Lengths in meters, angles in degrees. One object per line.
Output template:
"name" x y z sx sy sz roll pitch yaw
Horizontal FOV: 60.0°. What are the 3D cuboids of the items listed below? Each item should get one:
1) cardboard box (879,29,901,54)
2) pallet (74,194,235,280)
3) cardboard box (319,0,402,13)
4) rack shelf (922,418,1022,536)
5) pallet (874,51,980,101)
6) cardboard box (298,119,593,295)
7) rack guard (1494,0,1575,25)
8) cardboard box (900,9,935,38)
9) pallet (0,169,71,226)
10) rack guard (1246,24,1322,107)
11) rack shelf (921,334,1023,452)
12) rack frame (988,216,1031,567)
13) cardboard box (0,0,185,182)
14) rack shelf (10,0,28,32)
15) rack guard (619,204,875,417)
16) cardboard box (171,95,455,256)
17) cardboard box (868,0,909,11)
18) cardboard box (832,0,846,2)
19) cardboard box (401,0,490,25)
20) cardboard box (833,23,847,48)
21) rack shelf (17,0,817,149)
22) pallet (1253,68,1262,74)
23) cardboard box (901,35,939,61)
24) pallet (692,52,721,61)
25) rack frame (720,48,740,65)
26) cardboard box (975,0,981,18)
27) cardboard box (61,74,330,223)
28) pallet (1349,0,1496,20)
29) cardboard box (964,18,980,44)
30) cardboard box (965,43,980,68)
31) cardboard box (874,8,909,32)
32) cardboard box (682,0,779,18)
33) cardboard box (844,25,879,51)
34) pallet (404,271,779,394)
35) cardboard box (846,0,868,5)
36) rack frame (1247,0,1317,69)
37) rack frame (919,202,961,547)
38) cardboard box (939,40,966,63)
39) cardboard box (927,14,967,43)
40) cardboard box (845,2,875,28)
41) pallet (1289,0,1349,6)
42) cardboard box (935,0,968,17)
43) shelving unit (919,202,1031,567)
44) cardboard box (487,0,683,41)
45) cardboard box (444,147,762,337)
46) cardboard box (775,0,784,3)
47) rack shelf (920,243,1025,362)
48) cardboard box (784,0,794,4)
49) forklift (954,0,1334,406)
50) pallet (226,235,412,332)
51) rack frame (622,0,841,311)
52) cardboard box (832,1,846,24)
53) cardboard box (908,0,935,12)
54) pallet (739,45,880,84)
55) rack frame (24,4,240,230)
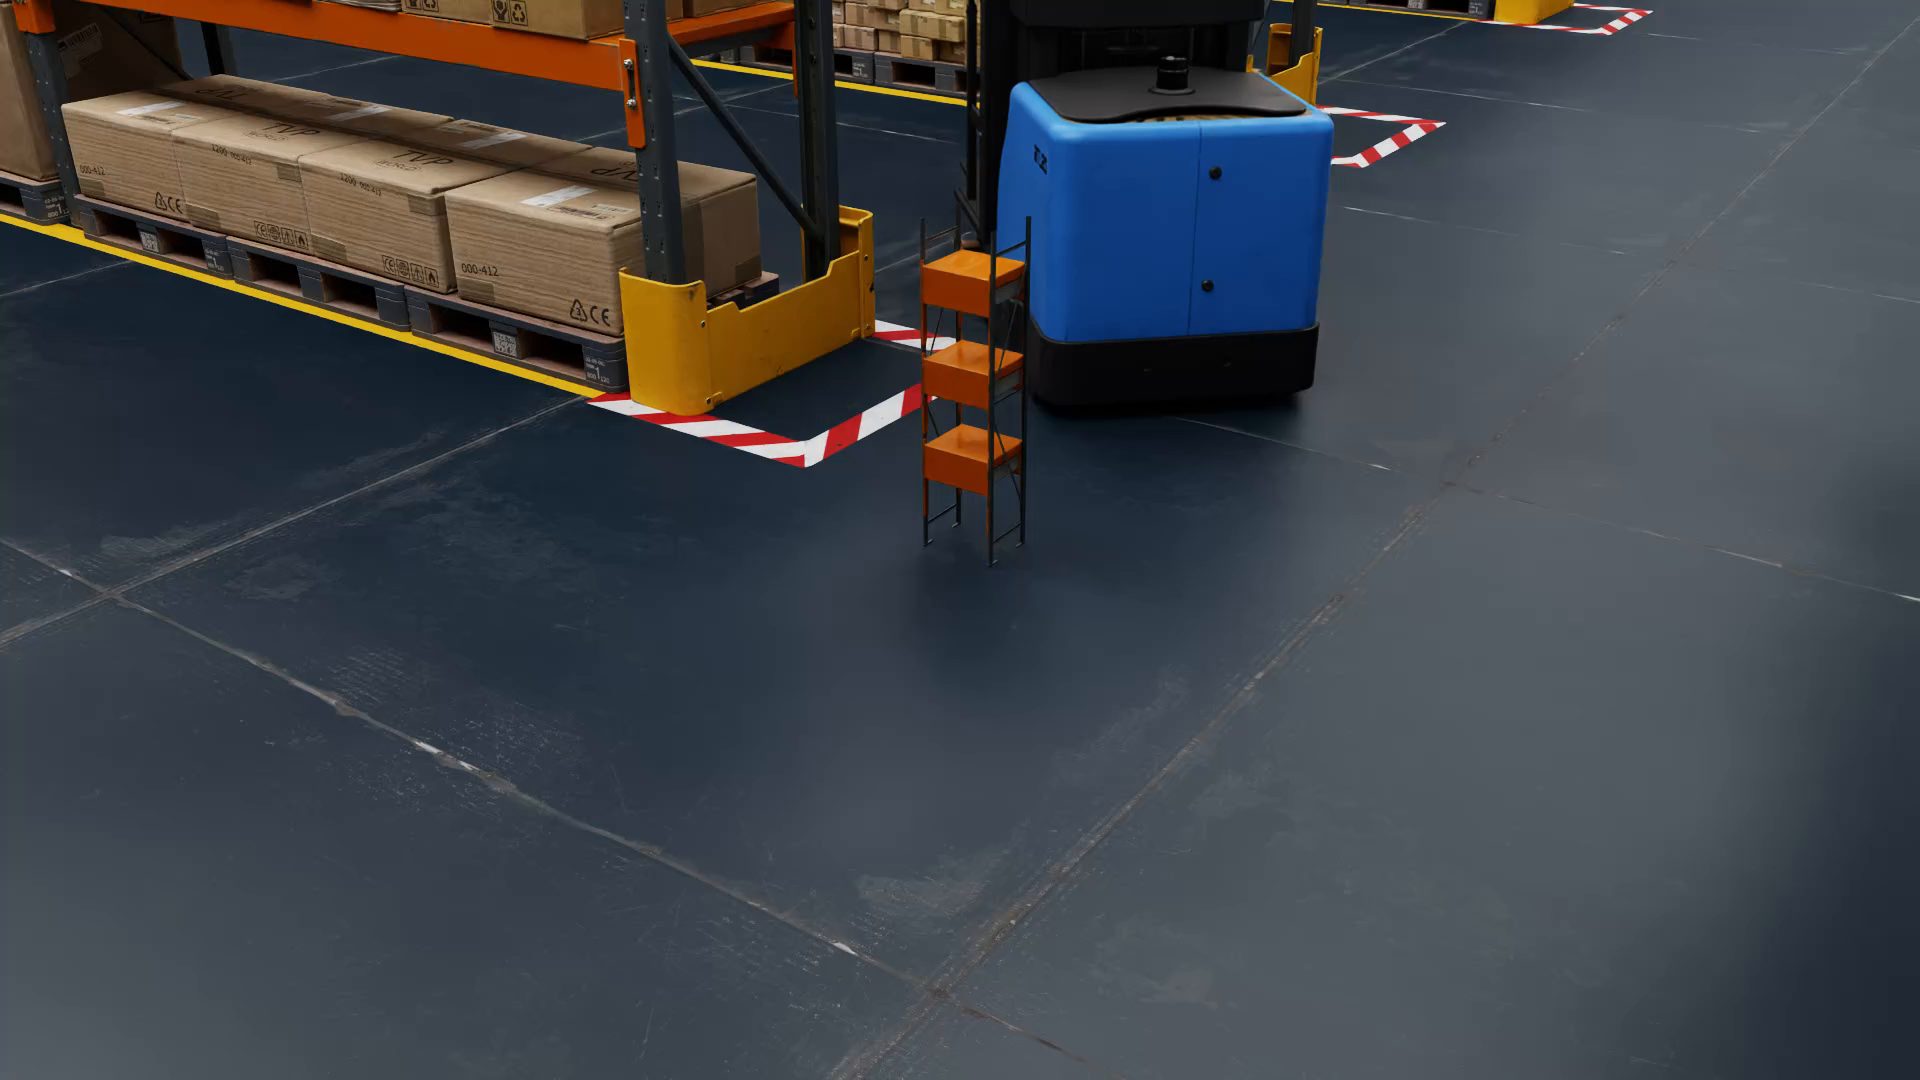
"cardboard box" -0.348 -3.442 11.386 0.250 0.149 0.380 16 31 28
"pallet" -3.535 -1.610 8.181 1.213 0.211 1.003 17 32 30
"cardboard box" -2.203 -2.383 6.515 0.500 0.500 0.500 18 32 32
"rack shelf" 0.044 -0.197 5.116 0.240 0.259 0.215 17 32 30
"pallet" 0.185 -3.239 11.382 1.213 0.211 1.003 17 32 30
"cardboard box" -2.180 -1.460 7.173 0.875 0.438 0.875 18 32 32
"rack guard" 4.810 -4.635 13.807 0.348 0.500 1.175 17 32 30
"cardboard box" -0.194 -3.472 11.117 0.250 0.149 0.380 17 32 30
"pallet" -4.797 -2.005 8.956 1.213 0.211 1.003 17 32 30
"rack guard" 1.836 -2.832 10.264 0.348 0.500 1.175 17 32 30
"rack shelf" 0.044 -0.445 4.990 0.240 0.259 0.215 17 32 30
"rack frame" 0.145 -0.423 4.923 0.008 1.050 0.200 17 32 30
"cardboard box" -4.674 -2.447 8.631 0.875 0.875 0.875 18 32 32
"rack shelf" -5.766 -3.270 9.162 4.000 0.370 1.077 17 32 30
"rack guard" -0.801 -0.930 6.526 0.348 0.500 1.175 17 32 30
"cardboard box" -2.923 -1.692 7.629 0.875 0.438 0.875 16 31 29
"cardboard box" -0.411 -3.676 11.191 0.250 0.149 0.380 18 32 31
"cardboard box" -0.802 -3.830 11.494 0.250 0.149 0.380 17 31 30
"cardboard box" -1.773 -2.254 6.262 0.500 0.500 0.500 17 31 29
"cardboard box" -0.827 -3.544 11.587 0.250 0.149 0.380 17 32 30
"rack shelf" -2.469 -2.243 7.144 4.000 0.370 1.077 17 32 30
"pallet" 1.186 -2.925 10.766 1.213 0.211 1.003 17 32 30
"cardboard box" -0.188 -3.339 11.184 0.250 0.149 0.380 16 31 29
"pallet" -2.041 -3.911 12.702 1.213 0.211 1.003 17 32 30
"rack frame" -1.399 -4.954 11.677 0.127 3.000 1.000 17 32 30
"cardboard box" 0.274 -3.502 10.849 0.250 0.149 0.380 16 31 29
"cardboard box" -3.661 -1.921 8.080 0.875 0.438 0.875 17 31 30
"pallet" 4.087 -4.689 14.230 1.213 0.211 1.003 17 32 30
"cardboard box" 0.238 -3.339 10.855 0.250 0.149 0.380 19 33 33
"cardboard box" 0.238 -3.207 10.925 0.250 0.149 0.380 18 32 31
"cardboard box" -0.366 -3.560 11.291 0.250 0.149 0.380 19 33 33
"cardboard box" -1.054 -2.325 6.402 0.500 0.500 0.500 17 32 30
"cardboard box" -0.589 -3.498 11.496 0.250 0.149 0.380 17 31 29
"pallet" -1.524 -0.984 6.950 1.213 0.211 1.003 17 32 30
"cardboard box" -0.574 -3.772 11.379 0.250 0.149 0.380 16 31 29
"rack frame" 1.899 -3.927 9.659 0.127 3.000 1.000 17 32 30
"rack frame" -0.056 -0.485 5.046 0.008 1.050 0.200 17 32 30
"cardboard box" 0.072 -3.300 11.108 0.250 0.149 0.380 18 32 32
"cardboard box" -0.005 -3.399 10.974 0.250 0.149 0.380 18 32 31
"cardboard box" -0.579 -3.640 11.447 0.250 0.149 0.380 16 31 28
"pallet" 3.085 -5.002 14.846 1.213 0.211 1.003 17 32 30
"cardboard box" 0.042 -3.559 10.960 0.250 0.149 0.380 17 32 31
"shelving unit" 0.044 -0.454 4.985 0.252 1.050 0.215 17 32 30
"cardboard box" -1.368 -2.120 5.998 0.500 0.500 0.500 18 32 31
"cardboard box" -1.421 -1.228 6.717 0.875 0.438 0.875 16 31 29
"cardboard box" -1.281 -3.790 11.743 0.250 0.149 0.380 19 33 33
"rack shelf" 0.044 -0.698 4.861 0.240 0.259 0.215 17 32 30
"cardboard box" -1.022 -3.759 11.682 0.250 0.149 0.380 18 32 31
"forklift" 0.582 -2.439 6.811 1.130 2.935 3.031 -4 27 -8
"pallet" -2.526 -1.297 7.566 1.213 0.211 1.003 17 32 30
"rack frame" -0.821 -2.050 5.972 0.127 3.000 1.000 17 32 30
"cardboard box" -0.800 -3.710 11.585 0.250 0.149 0.380 17 32 30
"cardboard box" -0.139 -3.637 11.114 0.250 0.149 0.380 16 31 28
"pallet" -0.825 -3.552 11.997 1.213 0.211 1.003 17 32 30
"rack frame" -4.118 -3.077 7.990 0.127 3.000 1.000 17 32 30
